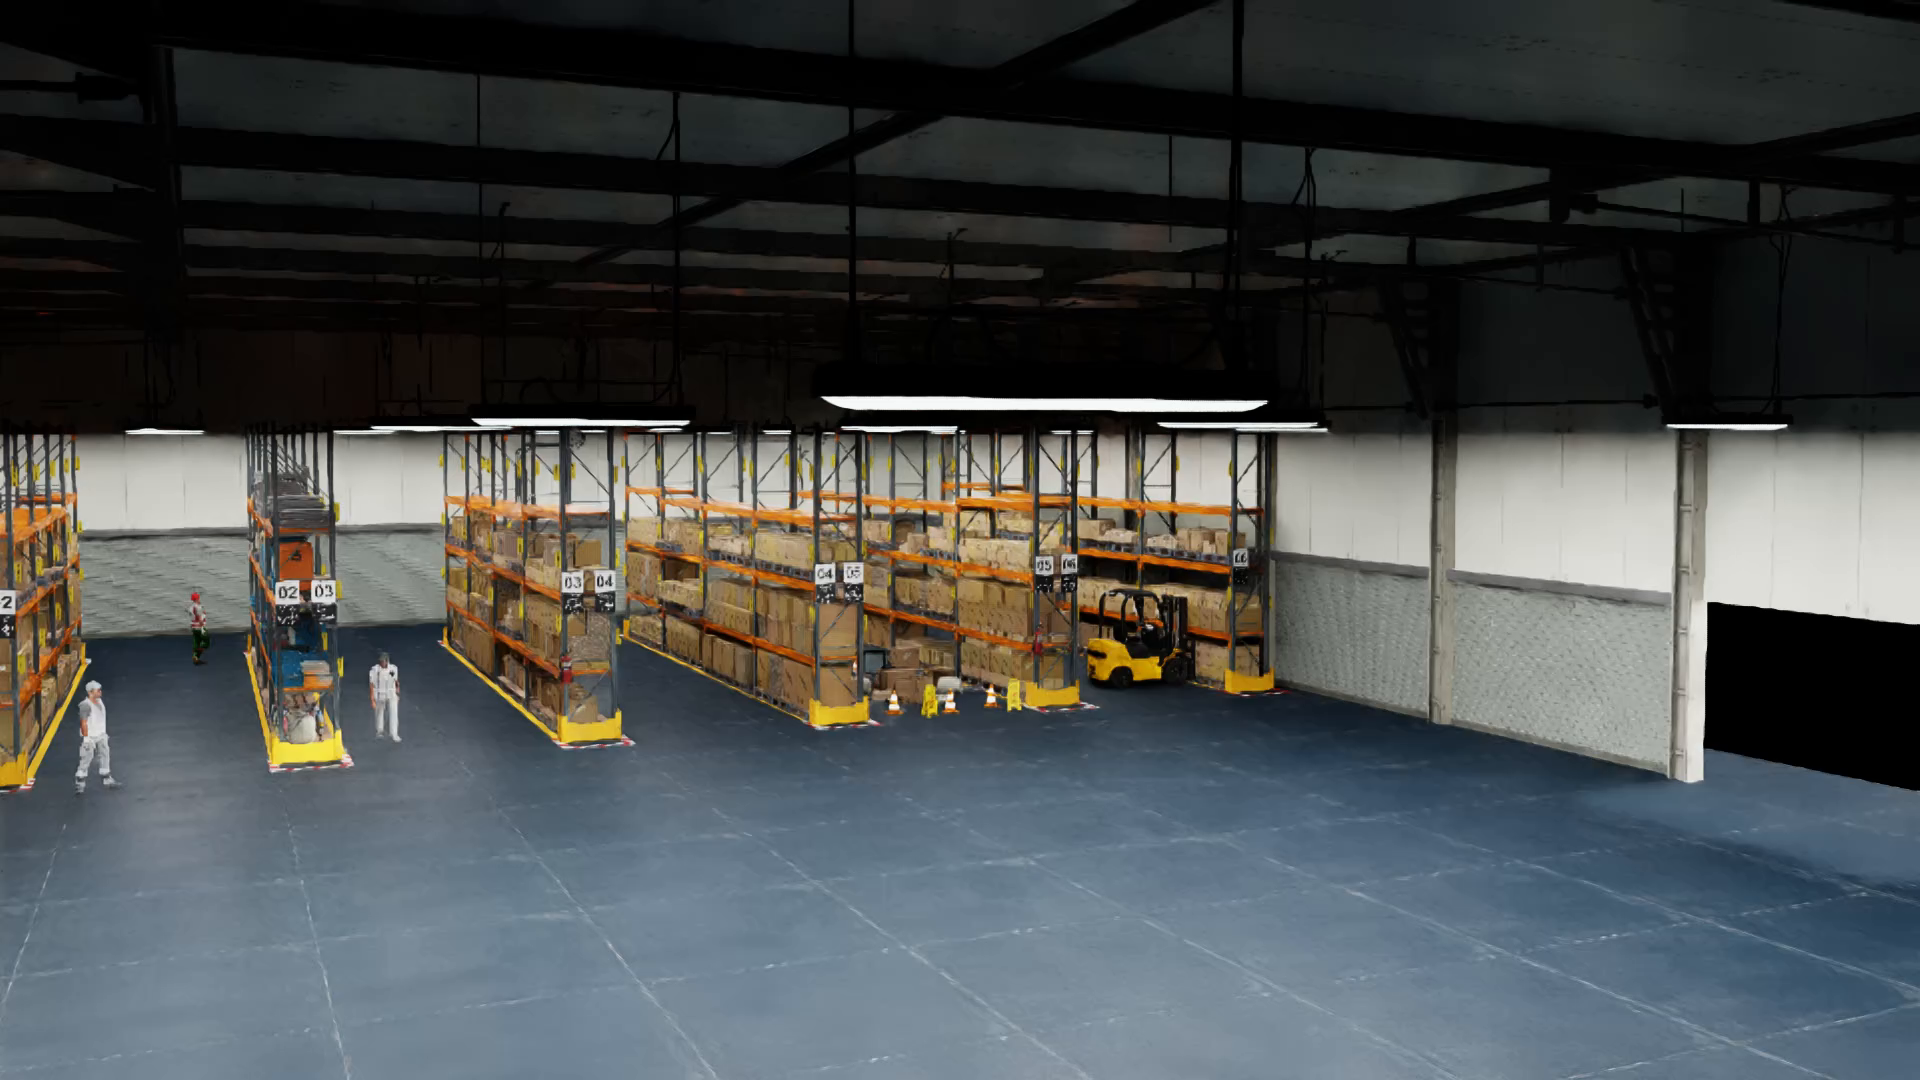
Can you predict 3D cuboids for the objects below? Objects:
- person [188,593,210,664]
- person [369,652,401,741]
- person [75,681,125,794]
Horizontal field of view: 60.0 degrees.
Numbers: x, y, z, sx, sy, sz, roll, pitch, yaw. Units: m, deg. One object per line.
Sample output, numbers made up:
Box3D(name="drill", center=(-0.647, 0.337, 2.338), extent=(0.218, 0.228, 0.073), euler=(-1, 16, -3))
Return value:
Box3D(name="person", center=(-19.141, 2.223, 41.743), extent=(0.598, 1.779, 0.444), euler=(3, 5, 40))
Box3D(name="person", center=(-10.804, 2.917, 31.204), extent=(0.542, 1.675, 1.126), euler=(-1, 4, -22))
Box3D(name="person", center=(-13.881, 3.146, 26.713), extent=(0.531, 1.784, 0.692), euler=(1, 4, 9))
